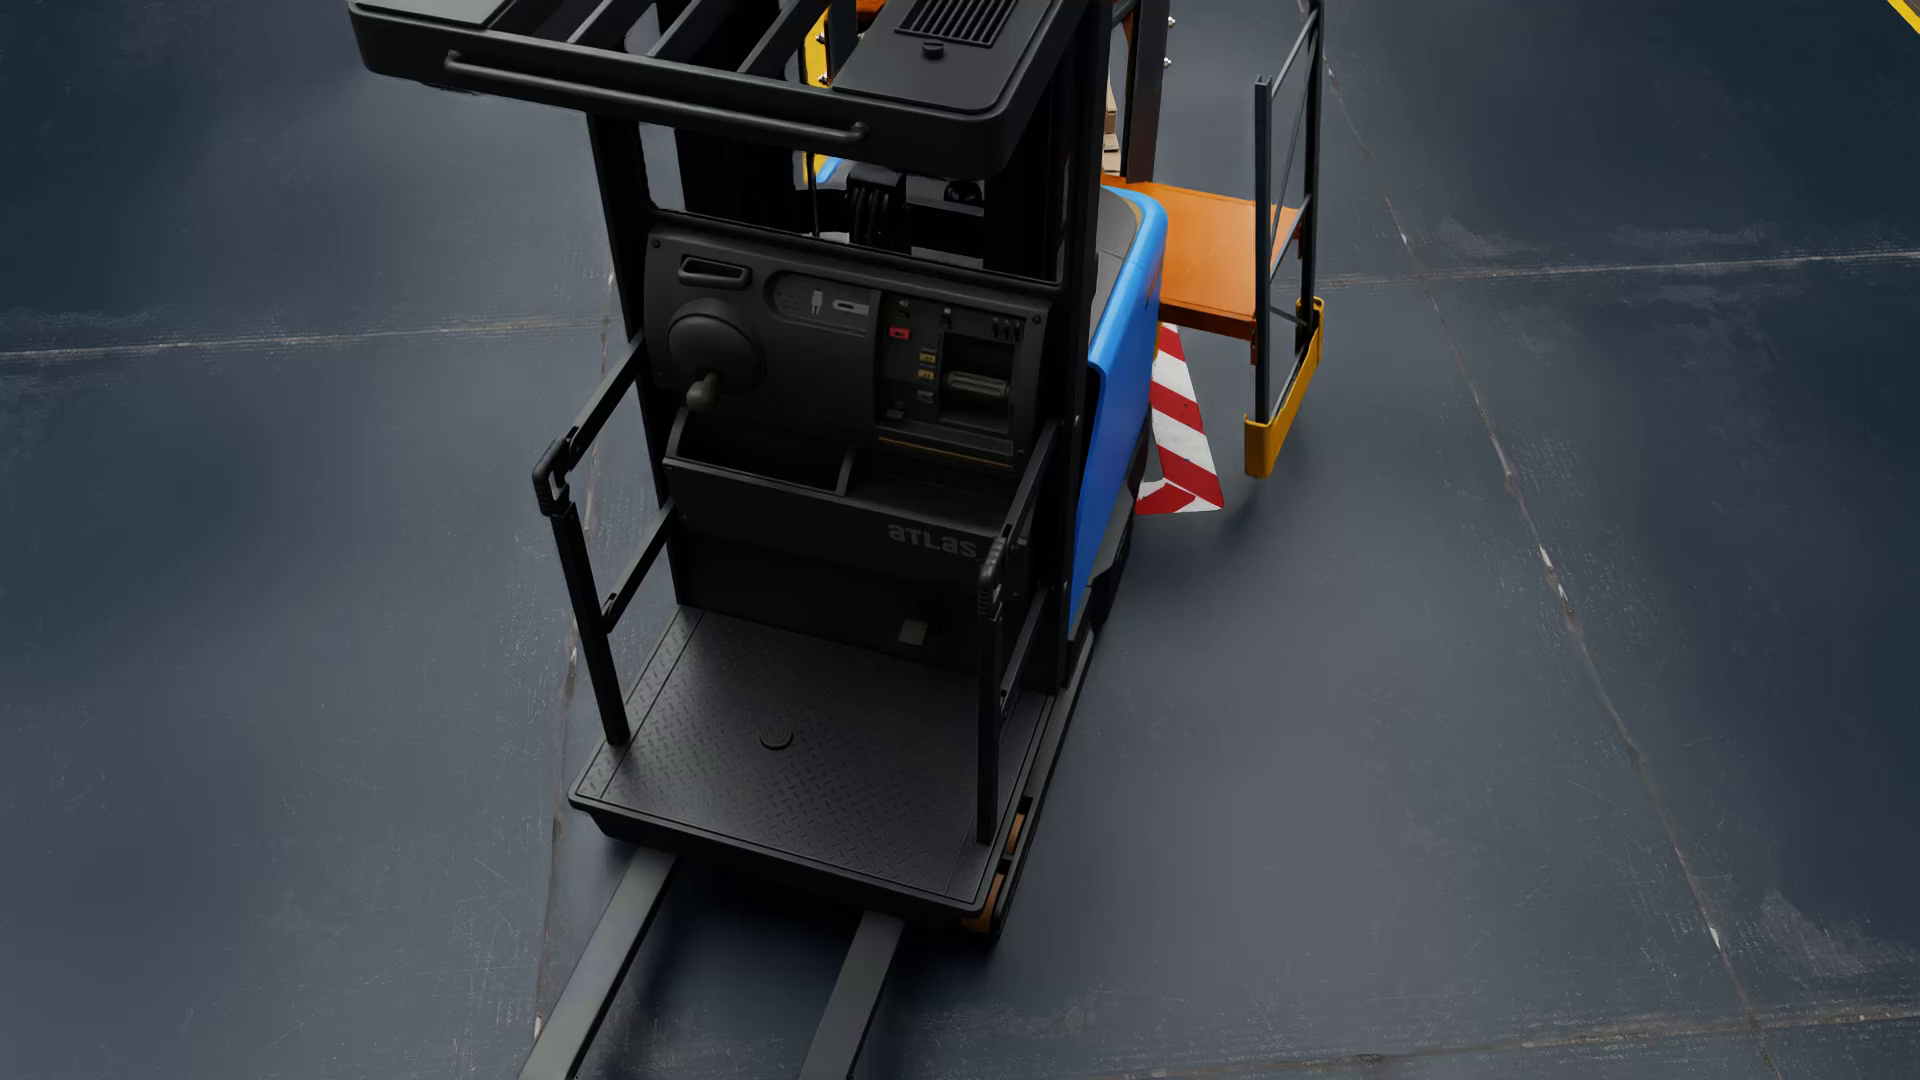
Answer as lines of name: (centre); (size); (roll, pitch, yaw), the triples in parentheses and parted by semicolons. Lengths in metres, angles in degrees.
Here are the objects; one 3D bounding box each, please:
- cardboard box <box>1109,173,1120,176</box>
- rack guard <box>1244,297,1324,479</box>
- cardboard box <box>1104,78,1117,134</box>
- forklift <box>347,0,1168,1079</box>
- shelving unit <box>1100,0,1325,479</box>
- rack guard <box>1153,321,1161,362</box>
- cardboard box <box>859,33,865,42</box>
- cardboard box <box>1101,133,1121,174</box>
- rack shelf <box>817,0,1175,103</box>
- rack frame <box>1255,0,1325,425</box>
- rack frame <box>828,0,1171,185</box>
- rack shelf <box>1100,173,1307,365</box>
cardboard box: (0.420, -1.175, 5.957); (0.380, 0.149, 0.250); (-3, 47, -3)
rack guard: (1.053, -0.500, 5.397); (0.087, 0.250, 0.587); (16, 57, 21)
cardboard box: (0.308, -1.658, 6.345); (0.500, 0.250, 0.500); (-3, 47, -3)
forklift: (-0.327, -0.329, 3.543); (1.130, 2.935, 3.031); (13, 48, 12)
shelving unit: (0.517, -1.006, 5.086); (1.083, 1.500, 0.587); (16, 57, 21)
rack guard: (0.106, -0.876, 5.735); (1.175, 0.500, 0.348); (-3, 47, -3)
cardboard box: (-0.228, -1.954, 6.625); (0.500, 0.250, 0.500); (-3, 47, -3)
cardboard box: (0.399, -1.362, 6.122); (0.380, 0.166, 0.250); (-3, 47, -3)
rack shelf: (-0.055, -2.880, 6.407); (1.077, 0.370, 4.000); (-3, 47, -3)
rack frame: (0.966, -0.880, 4.908); (0.032, 1.500, 0.500); (16, 57, 21)
rack frame: (0.113, -1.680, 4.775); (1.000, 3.000, 0.127); (-3, 47, -3)
rack shelf: (0.534, -0.899, 5.230); (1.000, 0.185, 0.538); (16, 57, 21)
